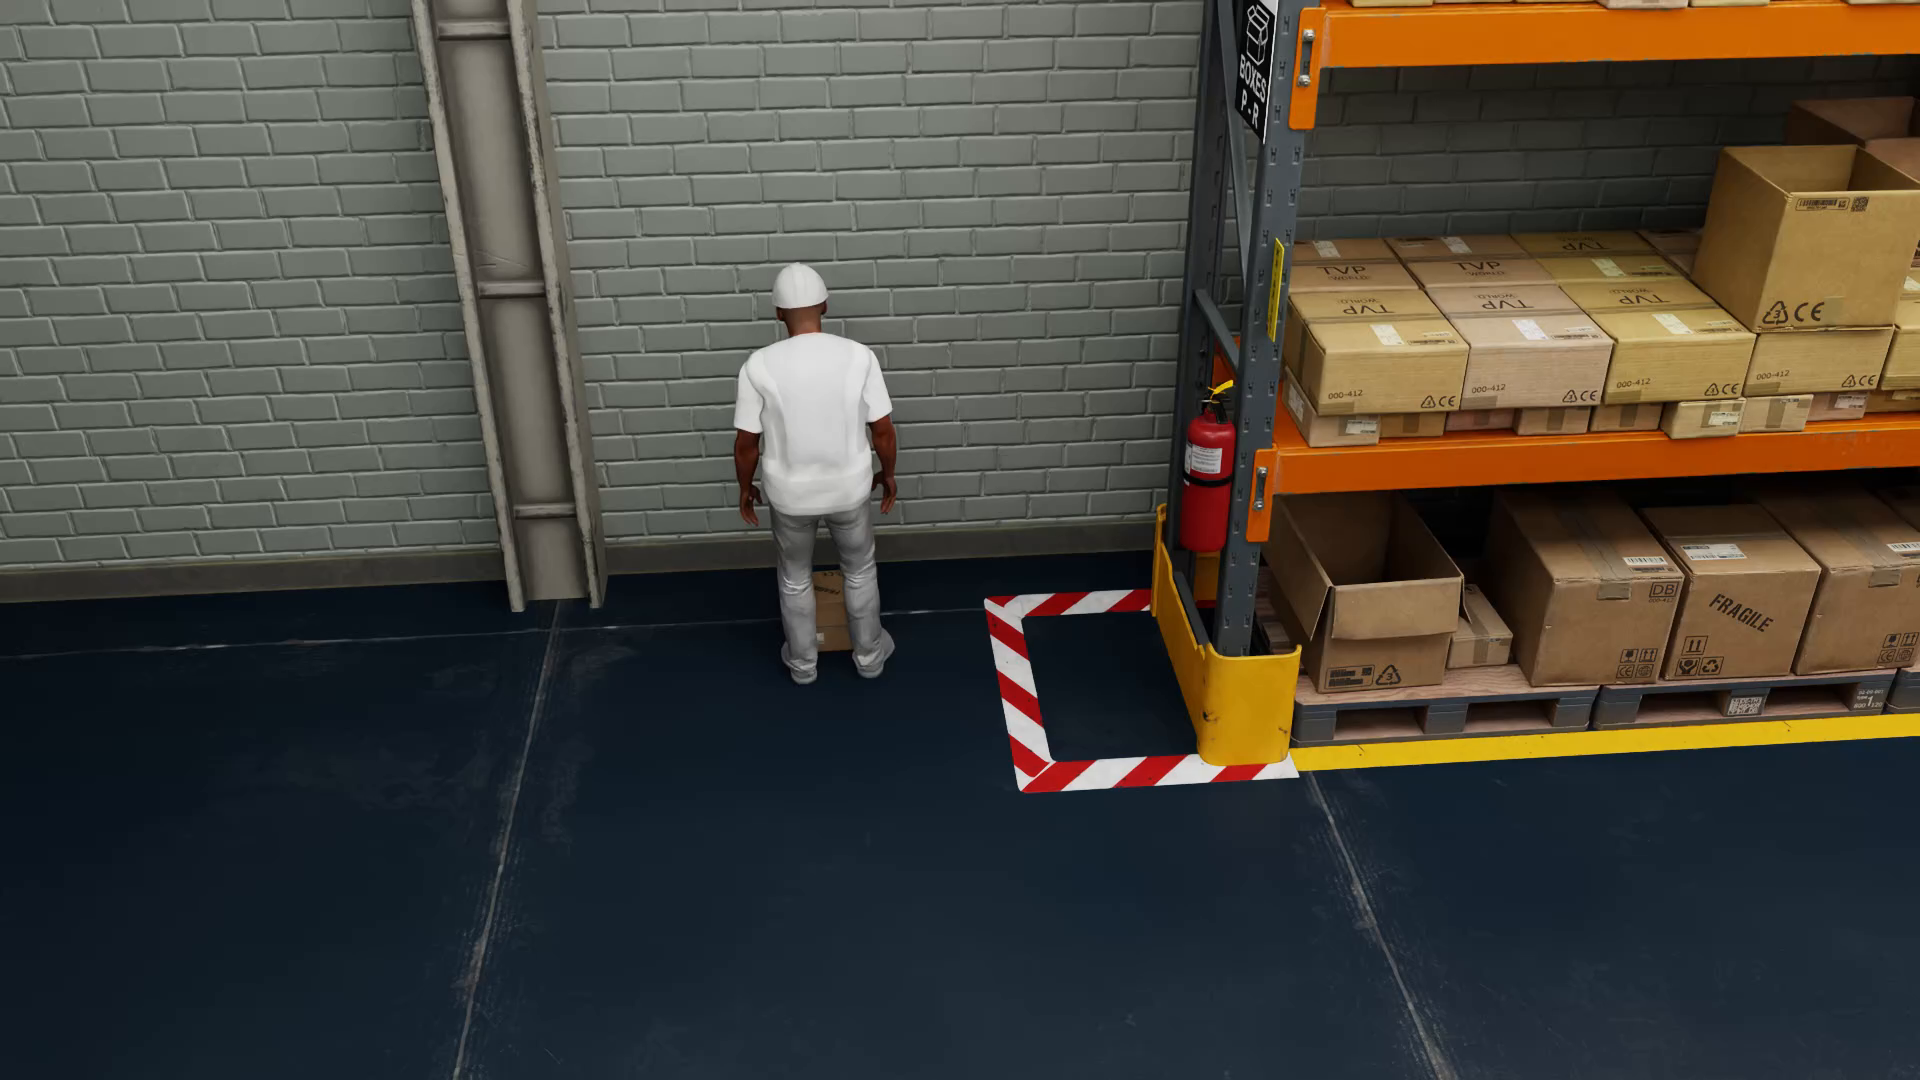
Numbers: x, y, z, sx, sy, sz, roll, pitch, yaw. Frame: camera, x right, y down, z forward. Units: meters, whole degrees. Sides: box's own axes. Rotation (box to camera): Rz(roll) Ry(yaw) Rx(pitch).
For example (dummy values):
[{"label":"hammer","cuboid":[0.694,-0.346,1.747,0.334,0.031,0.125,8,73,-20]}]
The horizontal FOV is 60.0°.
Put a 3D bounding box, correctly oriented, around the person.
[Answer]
[{"label":"person","cuboid":[-0.557,-0.226,6.495,0.629,1.759,0.460,-4,31,-7]}]
